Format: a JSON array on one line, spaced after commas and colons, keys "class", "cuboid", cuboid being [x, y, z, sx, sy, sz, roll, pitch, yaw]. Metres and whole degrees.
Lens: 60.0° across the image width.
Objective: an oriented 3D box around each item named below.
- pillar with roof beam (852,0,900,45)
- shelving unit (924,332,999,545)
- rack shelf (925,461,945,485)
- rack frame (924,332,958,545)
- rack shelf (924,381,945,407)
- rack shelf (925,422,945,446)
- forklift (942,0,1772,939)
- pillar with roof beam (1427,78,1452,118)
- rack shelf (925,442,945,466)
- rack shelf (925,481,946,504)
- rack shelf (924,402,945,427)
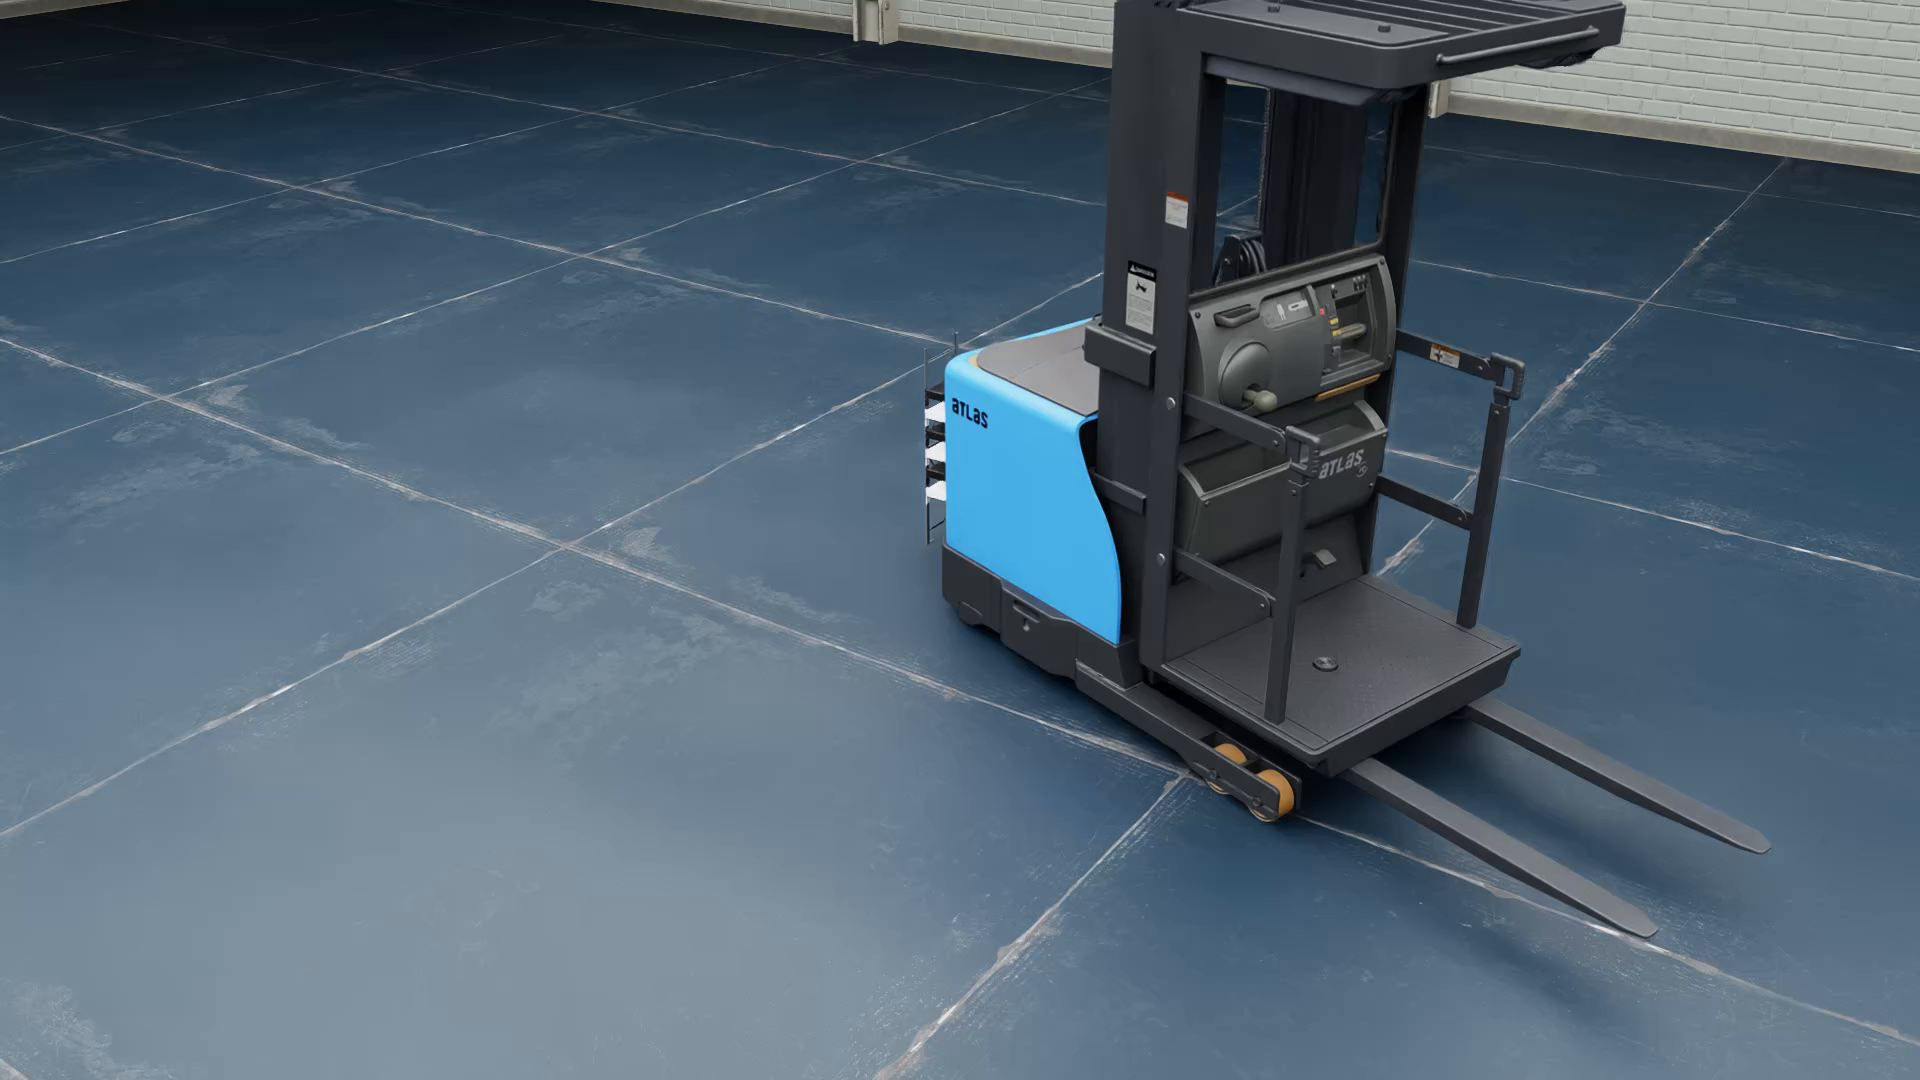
[{"class": "pillar with roof beam", "cuboid": [-3.325, -7.719, 12.497, 0.400, 9.000, 9.100, 17, 32, 30]}, {"class": "shelving unit", "cuboid": [0.007, -0.399, 7.042, 0.210, 0.900, 0.258, 17, 32, 30]}, {"class": "rack shelf", "cuboid": [0.007, -0.289, 7.098, 0.200, 0.077, 0.258, 17, 32, 30]}, {"class": "rack frame", "cuboid": [-0.077, -0.425, 7.093, 0.006, 0.900, 0.240, 17, 32, 30]}, {"class": "rack shelf", "cuboid": [0.007, -0.610, 6.934, 0.200, 0.077, 0.258, 17, 32, 30]}, {"class": "rack shelf", "cuboid": [0.007, -0.449, 7.016, 0.200, 0.077, 0.258, 17, 32, 30]}, {"class": "forklift", "cuboid": [1.231, -0.641, 5.278, 1.130, 2.935, 3.031, -20, 33, -33]}, {"class": "pillar with roof beam", "cuboid": [1.621, -6.179, 9.469, 0.400, 9.000, 9.100, 17, 32, 30]}, {"class": "rack shelf", "cuboid": [0.007, -0.369, 7.057, 0.200, 0.077, 0.258, 17, 32, 30]}, {"class": "rack shelf", "cuboid": [0.007, -0.209, 7.139, 0.200, 0.077, 0.258, 17, 32, 30]}, {"class": "rack shelf", "cuboid": [0.007, -0.530, 6.975, 0.200, 0.077, 0.258, 17, 32, 30]}]
